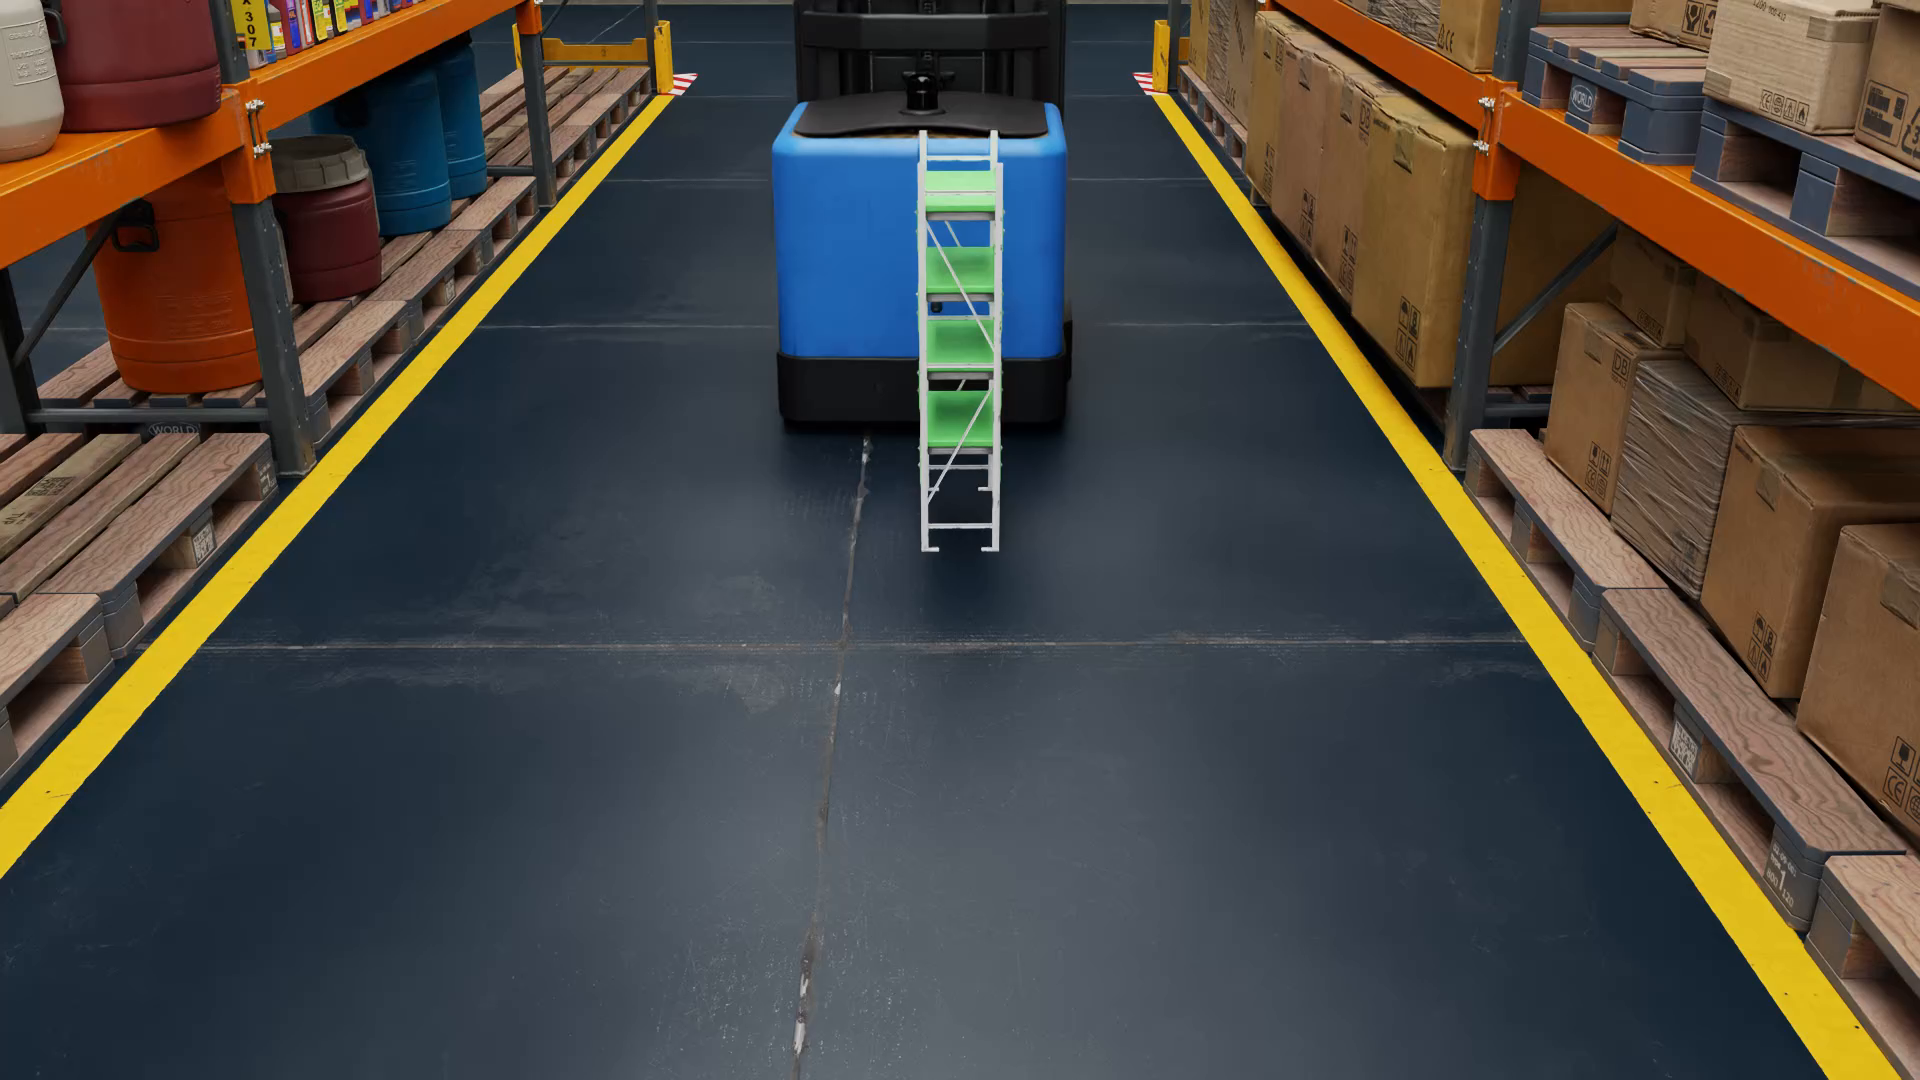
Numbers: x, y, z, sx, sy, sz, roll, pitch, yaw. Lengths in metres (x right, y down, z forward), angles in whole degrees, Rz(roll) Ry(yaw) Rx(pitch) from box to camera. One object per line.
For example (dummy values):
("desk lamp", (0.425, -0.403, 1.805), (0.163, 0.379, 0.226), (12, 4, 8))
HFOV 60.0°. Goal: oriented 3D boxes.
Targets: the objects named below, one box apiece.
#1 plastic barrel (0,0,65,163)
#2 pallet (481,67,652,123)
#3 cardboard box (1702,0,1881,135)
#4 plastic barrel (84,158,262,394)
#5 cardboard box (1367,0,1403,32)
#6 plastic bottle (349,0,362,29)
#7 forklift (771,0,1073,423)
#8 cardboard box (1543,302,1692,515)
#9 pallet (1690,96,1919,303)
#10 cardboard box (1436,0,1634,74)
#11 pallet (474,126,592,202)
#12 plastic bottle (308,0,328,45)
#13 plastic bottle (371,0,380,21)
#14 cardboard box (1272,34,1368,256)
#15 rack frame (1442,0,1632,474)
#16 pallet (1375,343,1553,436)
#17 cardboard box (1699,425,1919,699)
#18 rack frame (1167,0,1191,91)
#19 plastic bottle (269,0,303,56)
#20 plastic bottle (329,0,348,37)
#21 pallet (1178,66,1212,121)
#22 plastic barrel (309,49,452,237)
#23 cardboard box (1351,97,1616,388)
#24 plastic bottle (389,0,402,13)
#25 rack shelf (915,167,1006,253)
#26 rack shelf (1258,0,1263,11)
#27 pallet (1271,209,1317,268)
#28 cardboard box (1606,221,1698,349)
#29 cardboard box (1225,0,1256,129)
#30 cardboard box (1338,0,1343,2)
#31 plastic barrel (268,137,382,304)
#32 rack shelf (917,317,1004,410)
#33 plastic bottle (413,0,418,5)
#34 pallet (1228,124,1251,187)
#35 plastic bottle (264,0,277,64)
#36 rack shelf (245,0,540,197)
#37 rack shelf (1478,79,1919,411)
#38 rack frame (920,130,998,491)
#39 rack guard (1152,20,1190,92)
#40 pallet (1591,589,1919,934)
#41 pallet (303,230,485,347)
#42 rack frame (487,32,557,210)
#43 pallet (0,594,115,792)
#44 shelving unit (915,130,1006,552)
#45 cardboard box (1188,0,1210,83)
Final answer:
("plastic barrel", (-2.527, -1.230, 4.193), (0.421, 0.512, 0.421), (0, 24, 0))
("pallet", (-2.869, -3.288, 12.263), (1.003, 0.211, 1.213), (0, 24, -1))
("cardboard box", (1.989, -1.055, 3.616), (0.500, 0.250, 0.500), (-1, 24, -2))
("plastic barrel", (-2.774, -1.006, 5.958), (0.600, 0.830, 0.708), (0, 24, -1))
("cardboard box", (1.939, -2.291, 6.554), (0.500, 0.500, 0.500), (-1, 24, -2))
("plastic bottle", (-2.417, -2.151, 6.523), (0.097, 0.271, 0.097), (0, 24, 0))
("forklift", (-0.114, -2.321, 6.824), (1.130, 2.935, 3.031), (0, 24, 1))
("cardboard box", (2.228, -0.409, 5.015), (0.700, 0.500, 0.500), (-2, 24, -3))
("pallet", (2.263, -0.721, 3.437), (1.003, 0.211, 1.213), (0, 24, -1))
("cardboard box", (1.948, -1.872, 5.627), (0.500, 0.500, 0.500), (0, 24, 1))
("pallet", (-2.842, -2.282, 10.040), (1.003, 0.211, 1.213), (0, 24, -1))
("plastic bottle", (-2.394, -1.974, 6.117), (0.061, 0.283, 0.133), (0, 24, -1))
("plastic bottle", (-2.420, -2.247, 6.733), (0.097, 0.271, 0.097), (0, 24, 0))
("cardboard box", (2.195, -1.864, 7.799), (1.225, 0.875, 0.875), (-1, 24, -2))
("rack frame", (2.201, -1.624, 5.201), (1.000, 3.000, 0.127), (0, 24, -1))
("pallet", (2.268, -0.679, 6.494), (1.003, 0.211, 1.213), (0, 24, -1))
("cardboard box", (2.260, 0.053, 3.993), (0.700, 0.500, 0.500), (2, 24, 4))
("rack frame", (2.114, -4.920, 12.489), (1.000, 3.000, 0.127), (0, 24, -1))
("plastic bottle", (-2.391, -1.864, 5.873), (0.061, 0.283, 0.133), (0, 24, -1))
("plastic bottle", (-2.397, -2.069, 6.327), (0.061, 0.283, 0.133), (0, 24, -1))
("pallet", (2.201, -3.321, 12.336), (1.003, 0.211, 1.213), (0, 24, -1))
("plastic barrel", (-2.799, -1.969, 8.001), (0.600, 0.901, 0.708), (0, 24, -1))
("cardboard box", (2.214, -1.132, 6.181), (1.225, 0.875, 0.875), (-1, 24, -3))
("plastic bottle", (-2.446, -2.396, 6.968), (0.144, 0.351, 0.185), (0, 24, -1))
("rack shelf", (-0.002, -0.994, 4.982), (0.258, 0.148, 0.480), (0, 24, -1))
("rack shelf", (2.135, -3.769, 10.815), (1.077, 0.370, 4.000), (0, 24, -1))
("pallet", (2.241, -1.684, 8.717), (1.003, 0.211, 1.213), (0, 24, -1))
("cardboard box", (2.238, -0.751, 4.860), (0.500, 0.250, 0.500), (1, 24, 2))
("cardboard box", (2.220, -3.139, 10.618), (0.875, 0.875, 0.875), (0, 24, -1))
("cardboard box", (1.924, -2.714, 7.489), (0.500, 0.500, 0.500), (-1, 24, -2))
("plastic barrel", (-2.787, -1.361, 7.036), (0.600, 0.588, 0.708), (0, 24, -1))
("rack shelf", (-0.002, -0.557, 5.180), (0.258, 0.148, 0.480), (0, 24, -1))
("plastic bottle", (-2.426, -2.441, 7.249), (0.097, 0.201, 0.097), (0, 24, 0))
("pallet", (2.227, -2.315, 10.113), (1.003, 0.211, 1.213), (0, 24, -1))
("plastic bottle", (-2.407, -1.771, 5.681), (0.097, 0.271, 0.097), (0, 24, 0))
("rack shelf", (-2.774, -2.098, 7.122), (1.077, 0.370, 4.000), (0, 24, -1))
("rack shelf", (2.223, -0.472, 3.527), (1.077, 0.370, 4.000), (0, 24, -1))
("rack frame", (-0.004, -0.715, 5.376), (0.240, 1.200, 0.015), (0, 24, -1))
("rack guard", (2.113, -3.791, 13.026), (1.175, 0.500, 0.348), (0, 24, -1))
("pallet", (2.218, 0.470, 3.954), (1.003, 0.211, 1.213), (0, 24, -1))
("pallet", (-2.813, -1.157, 7.553), (1.003, 0.211, 1.213), (0, 24, -1))
("rack frame", (-2.795, -3.250, 8.796), (1.000, 3.000, 0.127), (0, 24, -1))
("pallet", (-2.772, 0.490, 3.911), (1.003, 0.211, 1.213), (0, 24, -1))
("shelving unit", (-0.002, -0.615, 5.154), (0.258, 1.200, 0.503), (0, 24, -1))
("cardboard box", (2.201, -3.880, 12.258), (0.875, 0.875, 0.875), (0, 24, -1))
